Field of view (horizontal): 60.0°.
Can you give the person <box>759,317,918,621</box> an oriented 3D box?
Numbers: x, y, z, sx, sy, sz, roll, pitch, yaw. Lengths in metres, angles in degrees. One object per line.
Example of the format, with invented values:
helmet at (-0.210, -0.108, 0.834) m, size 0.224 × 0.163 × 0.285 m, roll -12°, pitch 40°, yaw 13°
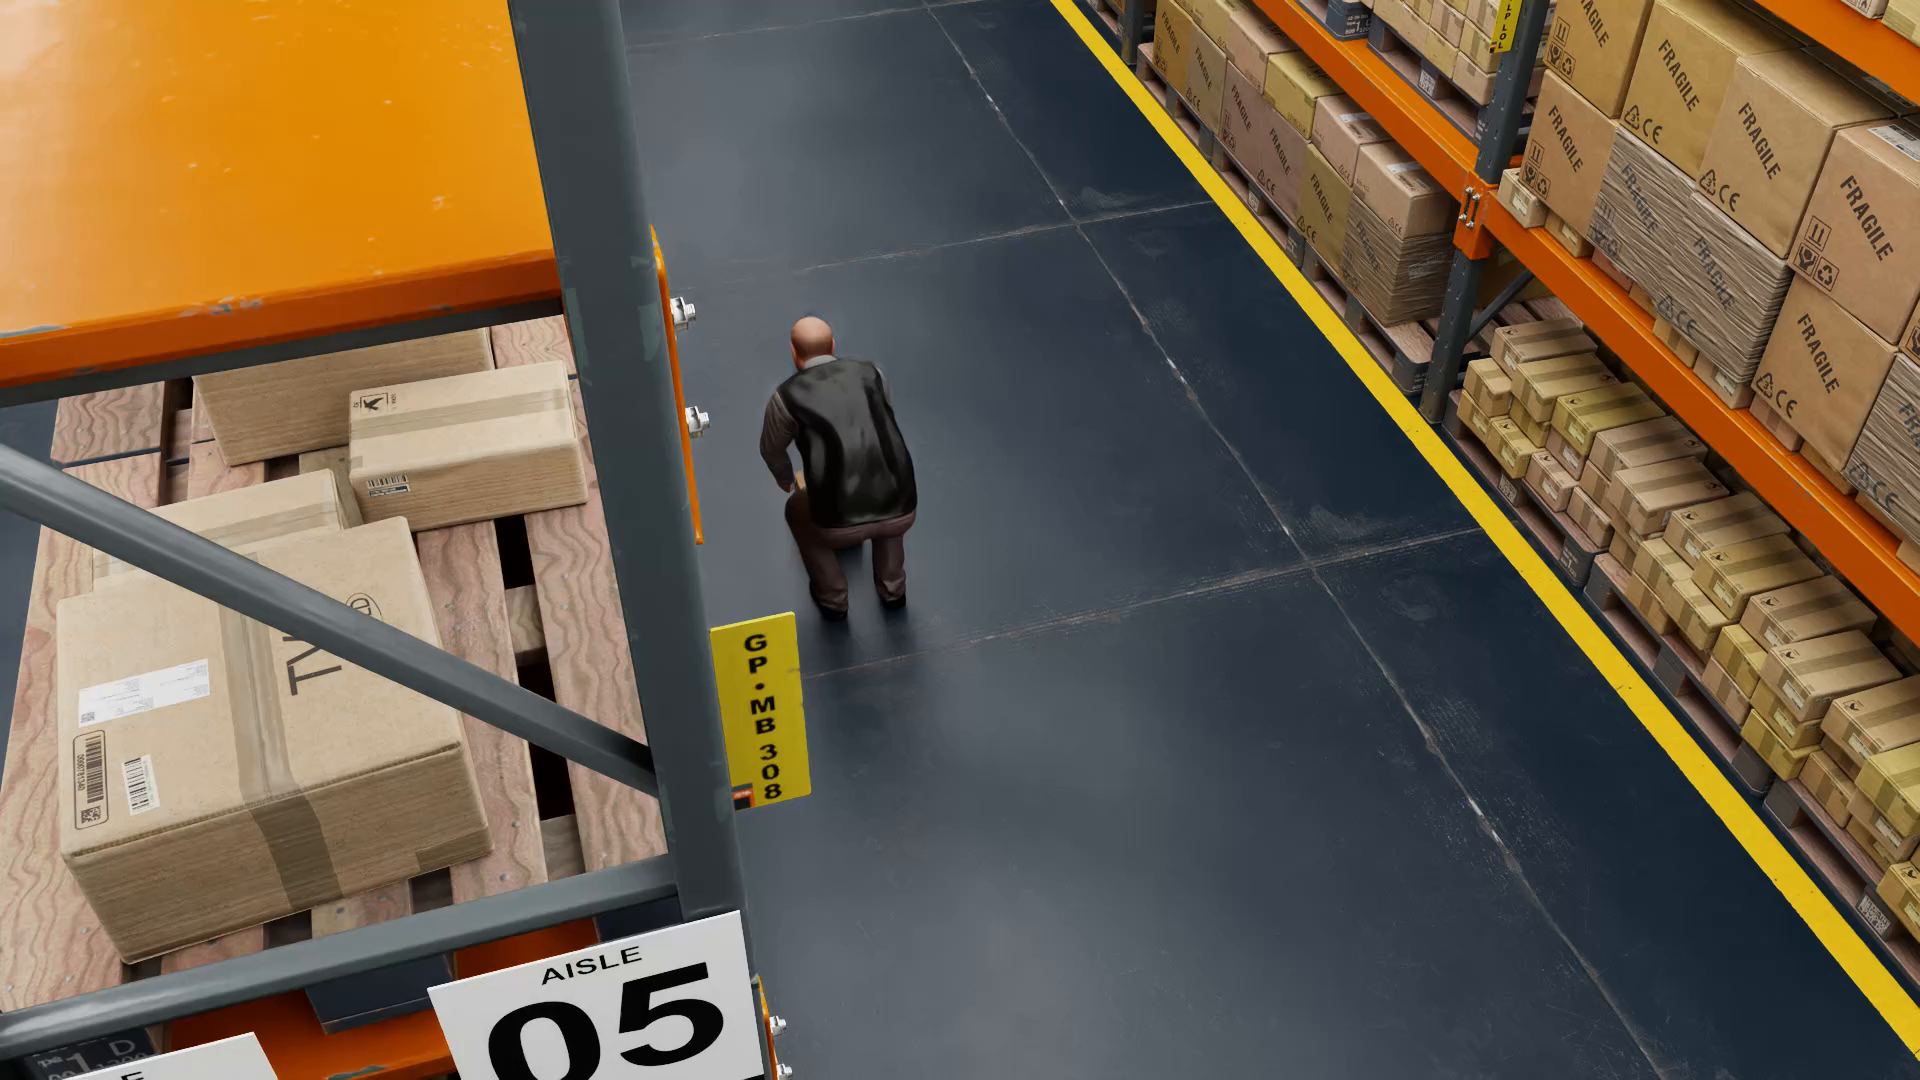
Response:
person at (-0.499, -0.245, 6.847) m, size 0.578 × 1.196 × 0.805 m, roll -12°, pitch 43°, yaw -13°
